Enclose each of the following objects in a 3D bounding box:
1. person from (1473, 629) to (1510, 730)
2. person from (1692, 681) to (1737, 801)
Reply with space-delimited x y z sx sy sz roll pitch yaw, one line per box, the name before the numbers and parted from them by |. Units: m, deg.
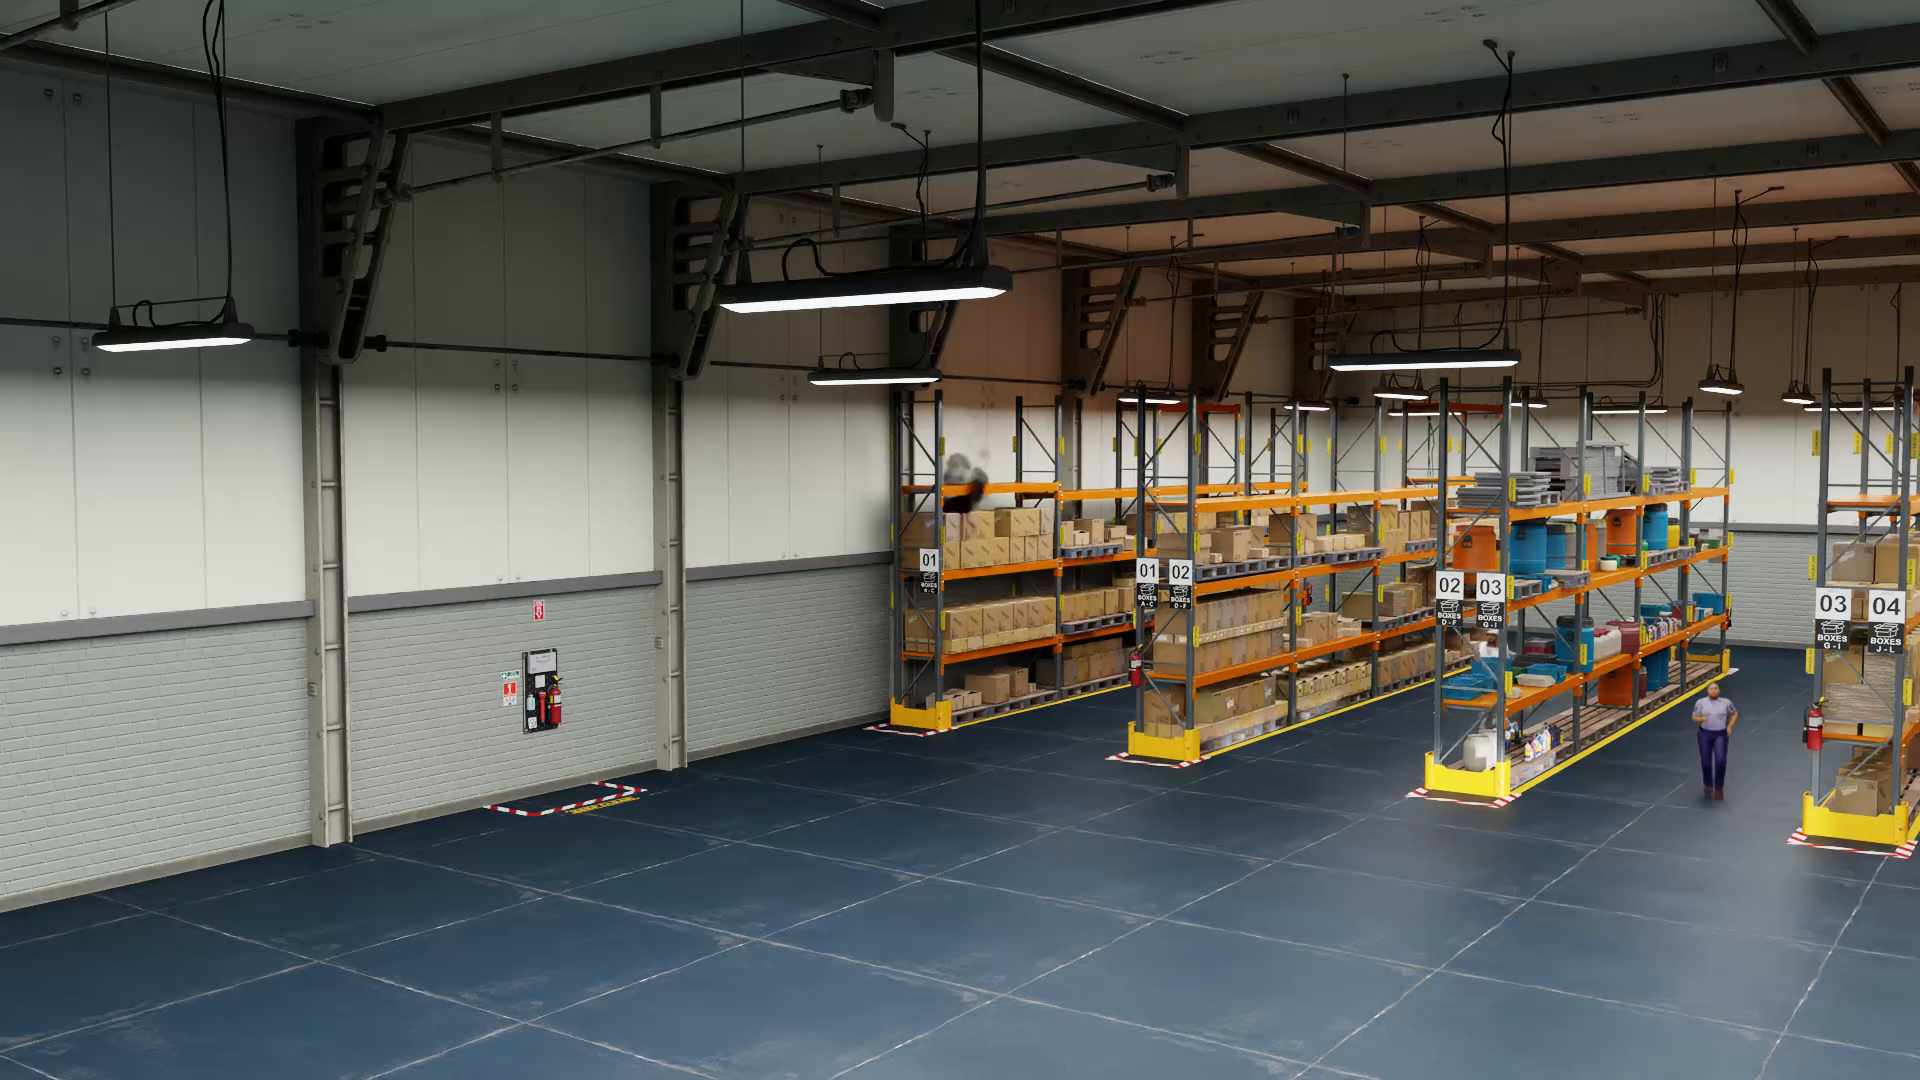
person | 9.365 2.458 29.377 0.662 1.841 0.776 1 4 25
person | 10.705 2.870 23.683 0.538 1.673 0.680 2 4 28
